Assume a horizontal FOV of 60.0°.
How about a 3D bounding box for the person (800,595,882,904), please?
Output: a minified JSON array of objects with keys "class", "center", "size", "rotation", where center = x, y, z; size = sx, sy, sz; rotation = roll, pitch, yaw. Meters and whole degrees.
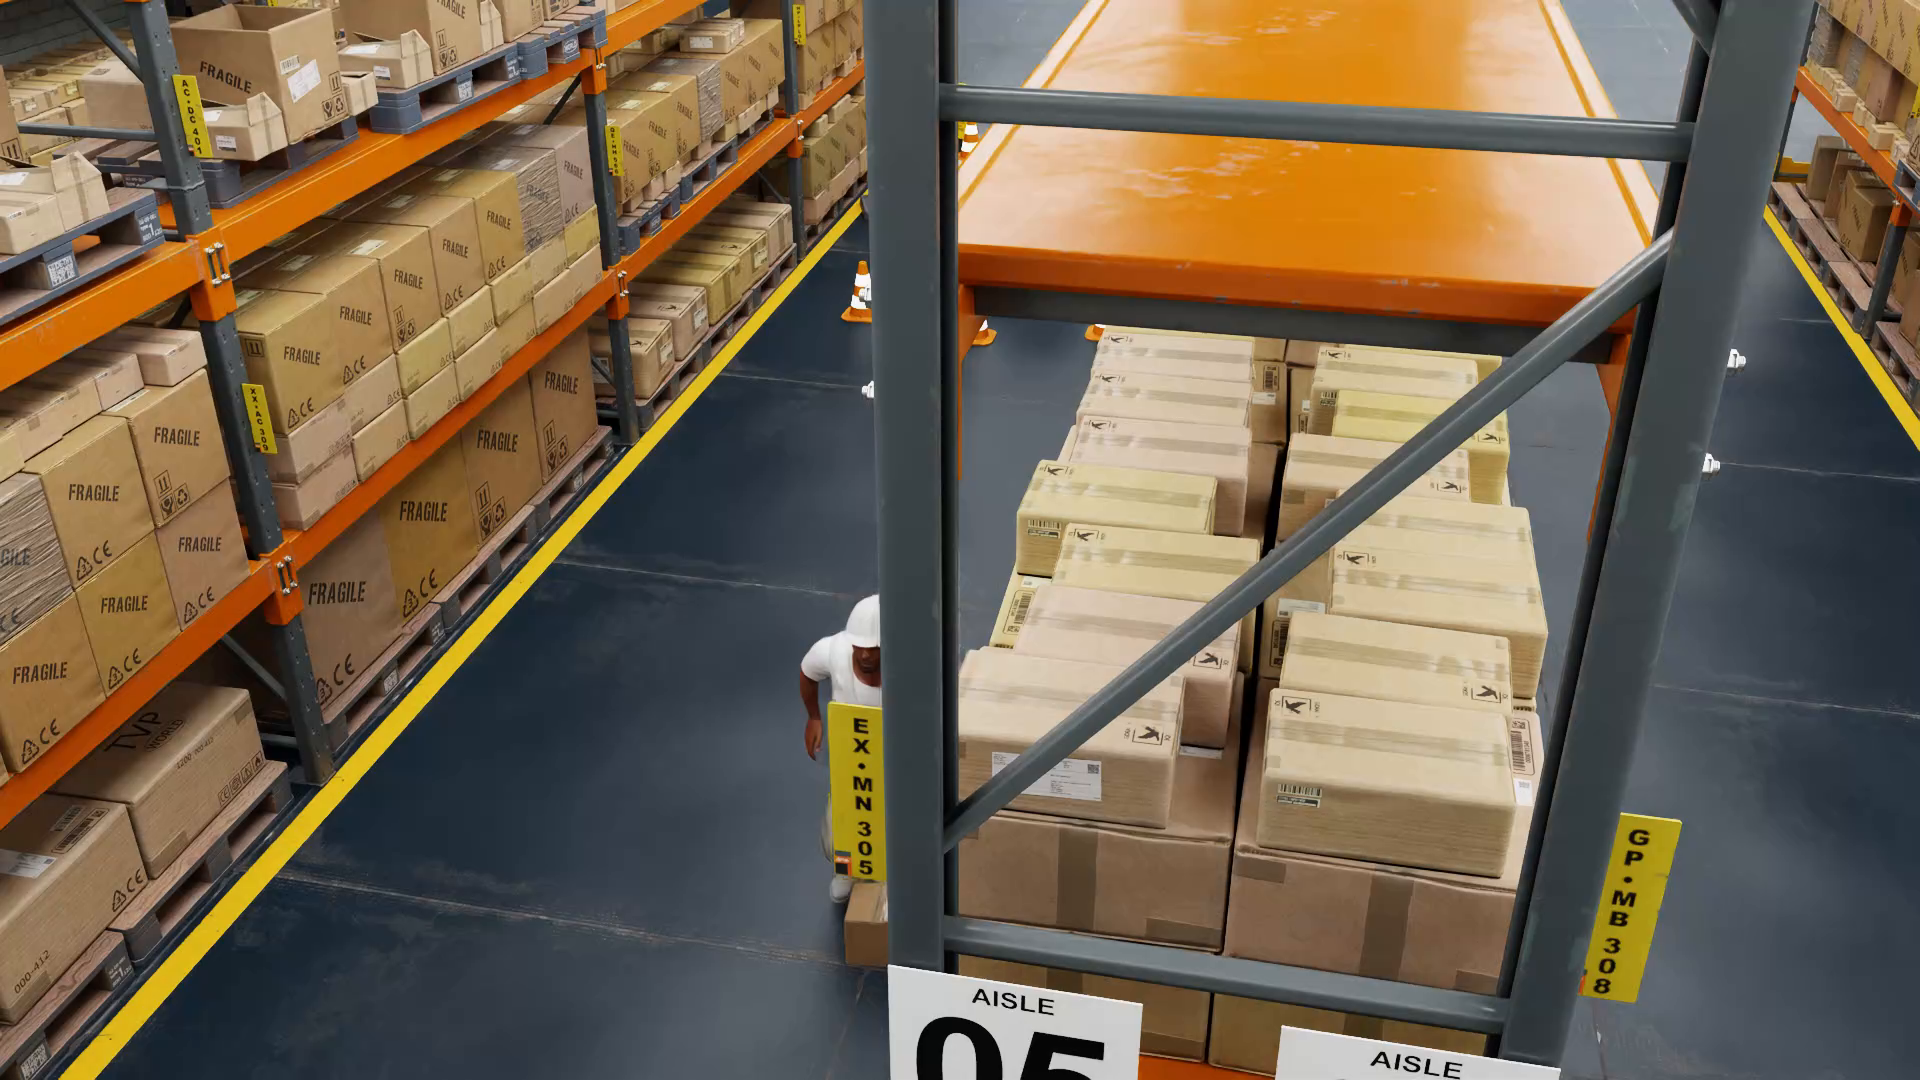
[{"class":"person","center":[-0.332,0.905,7.017],"size":[0.726,1.687,0.670],"rotation":[4,29,7]}]
